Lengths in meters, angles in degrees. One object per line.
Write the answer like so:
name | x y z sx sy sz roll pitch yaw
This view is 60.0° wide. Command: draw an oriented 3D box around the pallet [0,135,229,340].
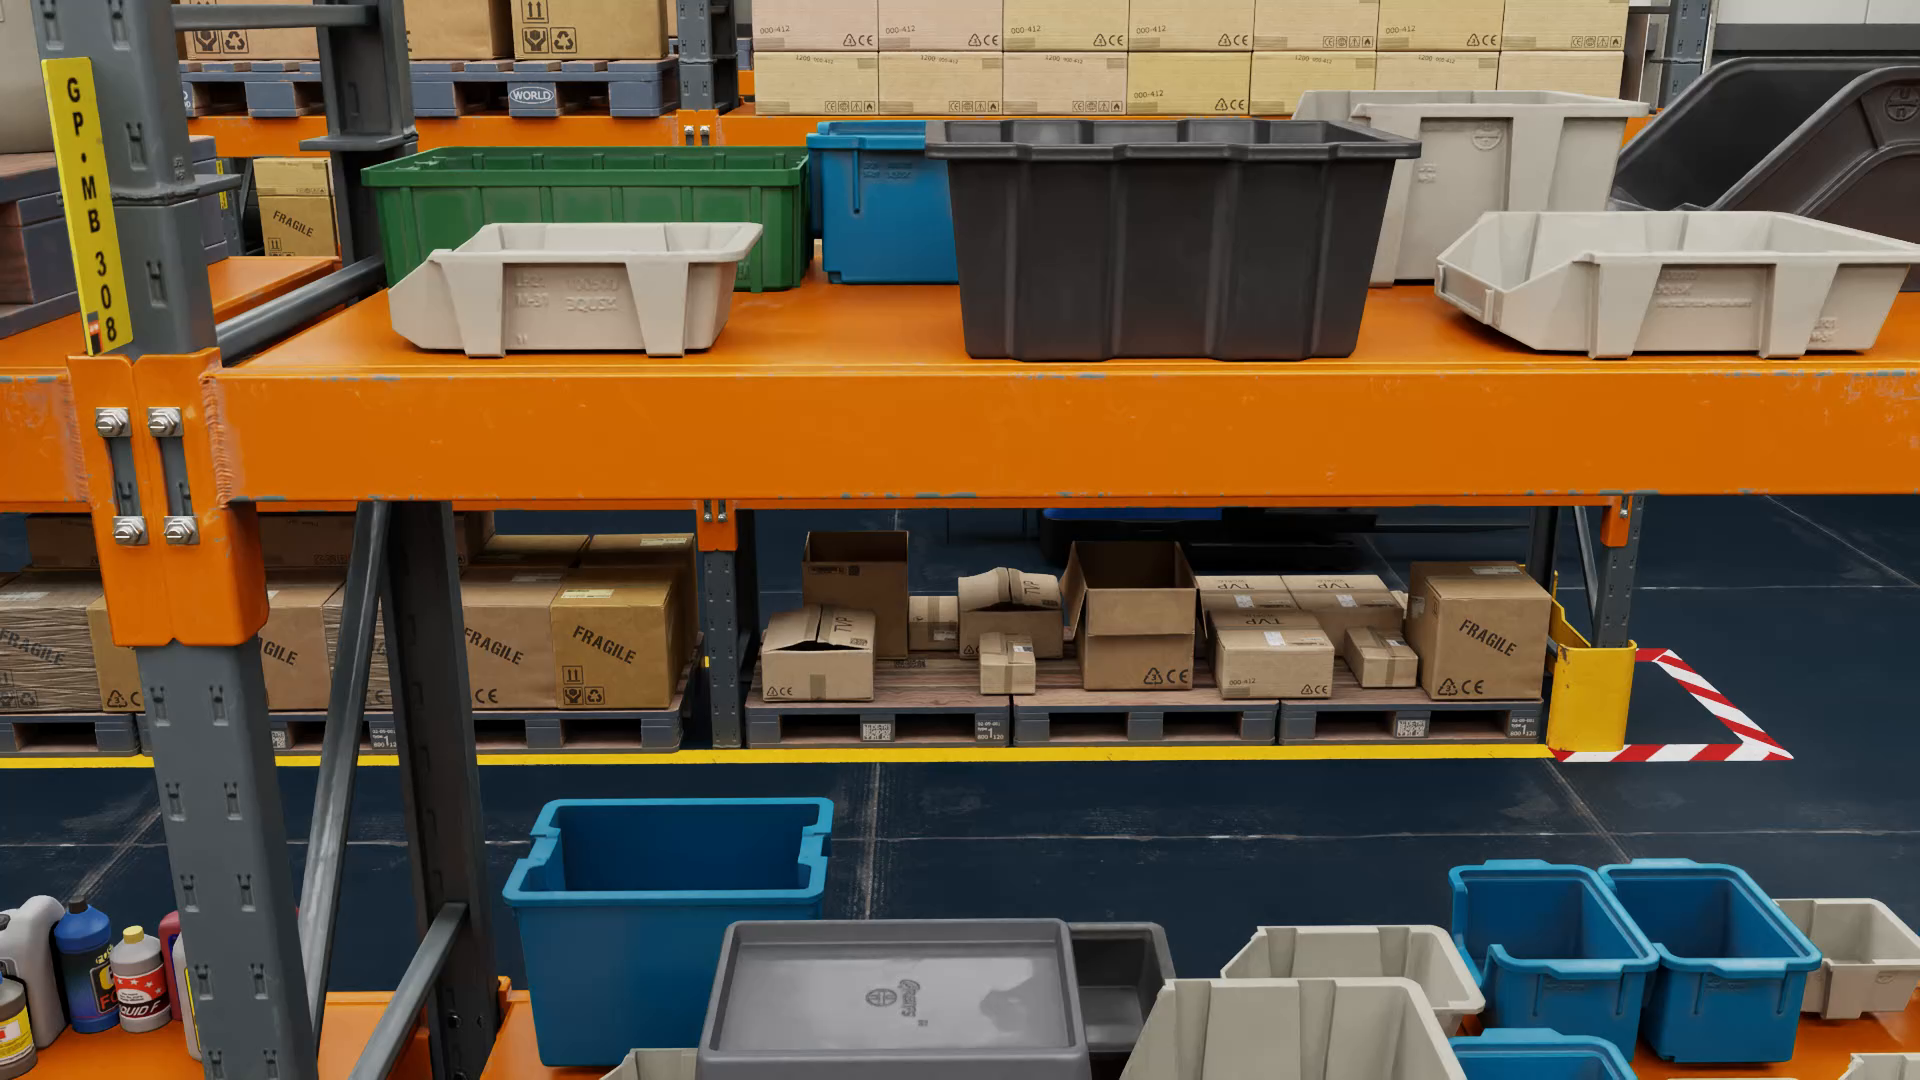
pallet | -1.778 -0.418 2.339 1.003 0.211 1.213 0 18 -1

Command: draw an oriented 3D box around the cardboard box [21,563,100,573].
cardboard box | -4.139 0.298 8.081 0.500 0.500 0.500 0 18 1

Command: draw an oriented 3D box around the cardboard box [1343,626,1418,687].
cardboard box | 1.983 0.546 7.852 0.250 0.166 0.380 0 18 -1

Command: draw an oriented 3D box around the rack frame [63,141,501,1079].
rack frame | -0.996 0.887 2.873 0.127 3.000 1.000 0 18 -1

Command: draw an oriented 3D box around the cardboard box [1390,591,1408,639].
cardboard box | 2.255 0.392 8.332 0.250 0.166 0.380 0 18 -1

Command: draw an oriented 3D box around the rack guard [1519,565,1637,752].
rack guard | 2.853 0.545 8.030 0.348 0.500 1.175 0 18 -1

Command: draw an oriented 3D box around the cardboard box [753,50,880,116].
cardboard box | -0.581 -1.910 6.926 0.500 0.250 0.500 0 18 -1

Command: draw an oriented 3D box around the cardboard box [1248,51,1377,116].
cardboard box | 1.419 -1.914 6.938 0.500 0.250 0.500 0 18 -1

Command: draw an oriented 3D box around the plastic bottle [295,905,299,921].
plastic bottle | -1.370 0.814 3.292 0.133 0.283 0.061 0 18 -1

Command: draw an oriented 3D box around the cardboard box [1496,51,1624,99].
cardboard box | 2.419 -1.919 6.955 0.500 0.250 0.500 0 18 -1

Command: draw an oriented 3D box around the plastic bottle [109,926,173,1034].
plastic bottle | -1.618 0.859 3.283 0.097 0.201 0.097 0 18 0

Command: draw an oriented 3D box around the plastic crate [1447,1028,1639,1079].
plastic crate | 0.954 1.007 2.675 0.300 0.233 0.416 0 18 -1

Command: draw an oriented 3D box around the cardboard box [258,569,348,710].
cardboard box | -3.064 0.450 7.607 0.500 0.500 0.500 -1 18 -3

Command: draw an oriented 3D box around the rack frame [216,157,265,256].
rack frame | -5.152 -2.120 12.245 0.127 3.000 1.000 0 18 -1

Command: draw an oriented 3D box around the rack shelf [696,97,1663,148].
rack shelf | 0.929 -1.722 7.271 4.000 0.370 1.077 0 18 -1

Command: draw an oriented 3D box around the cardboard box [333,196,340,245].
cardboard box | -4.139 -2.243 11.944 0.500 0.500 0.500 0 18 1

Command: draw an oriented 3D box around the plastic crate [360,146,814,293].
plastic crate | -0.577 -0.535 2.741 0.662 0.188 0.450 0 18 -1

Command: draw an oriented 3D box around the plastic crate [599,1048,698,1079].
plastic crate | -0.529 1.025 2.775 0.243 0.136 0.396 0 18 -1

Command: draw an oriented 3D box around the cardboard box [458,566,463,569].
cardboard box | -2.591 0.288 8.110 0.500 0.500 0.500 0 18 0

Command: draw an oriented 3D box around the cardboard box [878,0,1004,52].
cardboard box | -0.081 -2.151 6.858 0.500 0.250 0.500 0 18 -1

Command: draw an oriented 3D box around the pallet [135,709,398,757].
pallet | -3.106 0.724 7.946 1.213 0.211 1.003 0 18 -1

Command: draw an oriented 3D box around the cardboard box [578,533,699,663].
cardboard box | -1.558 0.282 8.129 0.500 0.500 0.500 -1 18 -3

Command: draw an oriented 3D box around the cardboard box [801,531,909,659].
cardboard box | -0.505 0.265 8.183 0.500 0.500 0.500 0 18 -1

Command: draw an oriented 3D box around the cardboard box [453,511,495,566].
cardboard box | -2.558 -0.070 7.999 0.500 0.250 0.500 0 18 -1

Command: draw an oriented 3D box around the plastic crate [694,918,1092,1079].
plastic crate | -0.099 0.900 2.629 0.583 0.464 0.402 0 18 -1

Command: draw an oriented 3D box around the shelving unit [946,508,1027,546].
shelving unit | 0.166 -0.572 10.367 0.503 1.200 0.258 0 18 -1

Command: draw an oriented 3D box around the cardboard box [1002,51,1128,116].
cardboard box | 0.419 -1.913 6.936 0.500 0.250 0.500 0 18 -1

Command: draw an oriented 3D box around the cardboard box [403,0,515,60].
cardboard box | -2.243 -2.360 7.067 0.600 0.600 0.600 0 18 -1

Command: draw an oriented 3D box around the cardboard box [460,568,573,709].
cardboard box | -2.054 0.444 7.624 0.500 0.500 0.500 0 18 -1

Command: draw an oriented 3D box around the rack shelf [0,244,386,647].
rack shelf | -2.996 -0.190 2.495 4.000 0.370 1.077 0 18 -1

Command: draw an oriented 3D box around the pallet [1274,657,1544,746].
pallet | 2.056 0.687 8.061 1.213 0.211 1.003 0 18 -1

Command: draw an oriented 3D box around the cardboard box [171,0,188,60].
cardboard box | -3.605 -2.100 7.110 0.500 0.500 0.910 0 18 -1

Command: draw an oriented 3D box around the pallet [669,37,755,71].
pallet | -2.069 -3.457 11.816 1.217 0.209 0.805 -1 18 -3

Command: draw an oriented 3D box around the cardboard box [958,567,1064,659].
cardboard box | 0.244 0.352 8.223 0.500 0.311 0.500 0 18 -1

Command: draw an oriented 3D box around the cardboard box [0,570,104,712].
cardboard box | -4.087 0.455 7.592 0.500 0.500 0.500 -1 18 -3

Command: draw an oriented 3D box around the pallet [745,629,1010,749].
pallet | -0.384 0.699 8.025 1.213 0.211 1.003 0 18 -1

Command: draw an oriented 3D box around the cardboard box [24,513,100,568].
cardboard box | -4.082 -0.061 7.972 0.500 0.250 0.500 0 18 1

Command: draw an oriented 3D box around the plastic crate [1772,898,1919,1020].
plastic crate | 1.751 0.844 3.338 0.298 0.136 0.250 0 18 -1

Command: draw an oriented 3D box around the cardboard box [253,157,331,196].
cardboard box | -4.665 -2.599 11.829 0.500 0.250 0.500 0 18 0

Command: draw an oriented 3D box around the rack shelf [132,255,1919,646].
rack shelf | 1.004 -0.209 2.555 4.000 0.370 1.077 0 18 -1

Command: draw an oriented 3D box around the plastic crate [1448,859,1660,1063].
plastic crate | 1.135 0.827 3.235 0.300 0.233 0.416 0 18 -1

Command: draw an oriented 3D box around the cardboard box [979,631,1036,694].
cardboard box | 0.217 0.570 7.778 0.250 0.166 0.380 0 18 -1

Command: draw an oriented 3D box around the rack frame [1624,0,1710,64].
rack frame | 2.929 -3.502 6.733 0.127 3.000 1.000 0 18 -1

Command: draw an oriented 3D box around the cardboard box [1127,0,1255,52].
cardboard box | 0.919 -2.152 6.862 0.500 0.250 0.500 0 18 -1

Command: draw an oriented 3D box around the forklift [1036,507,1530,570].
forklift | 2.013 -1.377 10.043 3.031 2.935 1.130 0 18 0

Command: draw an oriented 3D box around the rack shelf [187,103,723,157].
rack shelf | -3.070 -1.702 7.211 4.000 0.370 1.077 0 18 -1

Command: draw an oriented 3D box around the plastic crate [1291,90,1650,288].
plastic crate | 0.782 -0.588 2.754 0.530 0.282 0.437 0 18 -1

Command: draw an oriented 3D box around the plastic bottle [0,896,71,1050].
plastic bottle | -1.831 0.833 3.242 0.135 0.276 0.152 0 18 -1

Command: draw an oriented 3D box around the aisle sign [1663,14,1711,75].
aisle sign | 3.002 -1.790 6.962 0.004 0.787 0.394 0 18 -1

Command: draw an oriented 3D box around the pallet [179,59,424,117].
pallet | -2.761 -1.977 7.198 1.003 0.211 1.213 0 18 -1

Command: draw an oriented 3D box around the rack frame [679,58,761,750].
rack frame | -1.071 -0.626 7.589 0.127 3.000 1.000 0 18 -1

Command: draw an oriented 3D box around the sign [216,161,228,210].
sign | -5.134 -2.468 11.564 0.005 0.325 0.100 0 18 -1

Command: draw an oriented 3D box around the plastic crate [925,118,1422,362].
plastic crate | 0.250 -0.402 2.193 0.590 0.269 0.497 0 18 -1

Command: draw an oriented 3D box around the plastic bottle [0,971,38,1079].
plastic bottle | -1.810 0.907 3.135 0.097 0.201 0.097 0 18 0

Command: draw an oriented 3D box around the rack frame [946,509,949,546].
rack frame | -0.078 -0.571 10.363 0.015 1.200 0.240 0 18 -1

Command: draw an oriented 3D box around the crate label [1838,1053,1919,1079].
crate label | 1.623 1.029 2.762 0.243 0.136 0.396 0 18 -1

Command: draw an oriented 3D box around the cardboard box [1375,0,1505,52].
cardboard box | 1.919 -2.158 6.879 0.500 0.250 0.500 0 18 -1

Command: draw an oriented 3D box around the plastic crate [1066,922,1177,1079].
plastic crate | 0.119 0.902 3.179 0.590 0.125 0.437 0 18 -1

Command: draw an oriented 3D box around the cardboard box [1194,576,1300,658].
cardboard box | 1.381 0.375 8.249 0.500 0.250 0.500 0 18 -1
